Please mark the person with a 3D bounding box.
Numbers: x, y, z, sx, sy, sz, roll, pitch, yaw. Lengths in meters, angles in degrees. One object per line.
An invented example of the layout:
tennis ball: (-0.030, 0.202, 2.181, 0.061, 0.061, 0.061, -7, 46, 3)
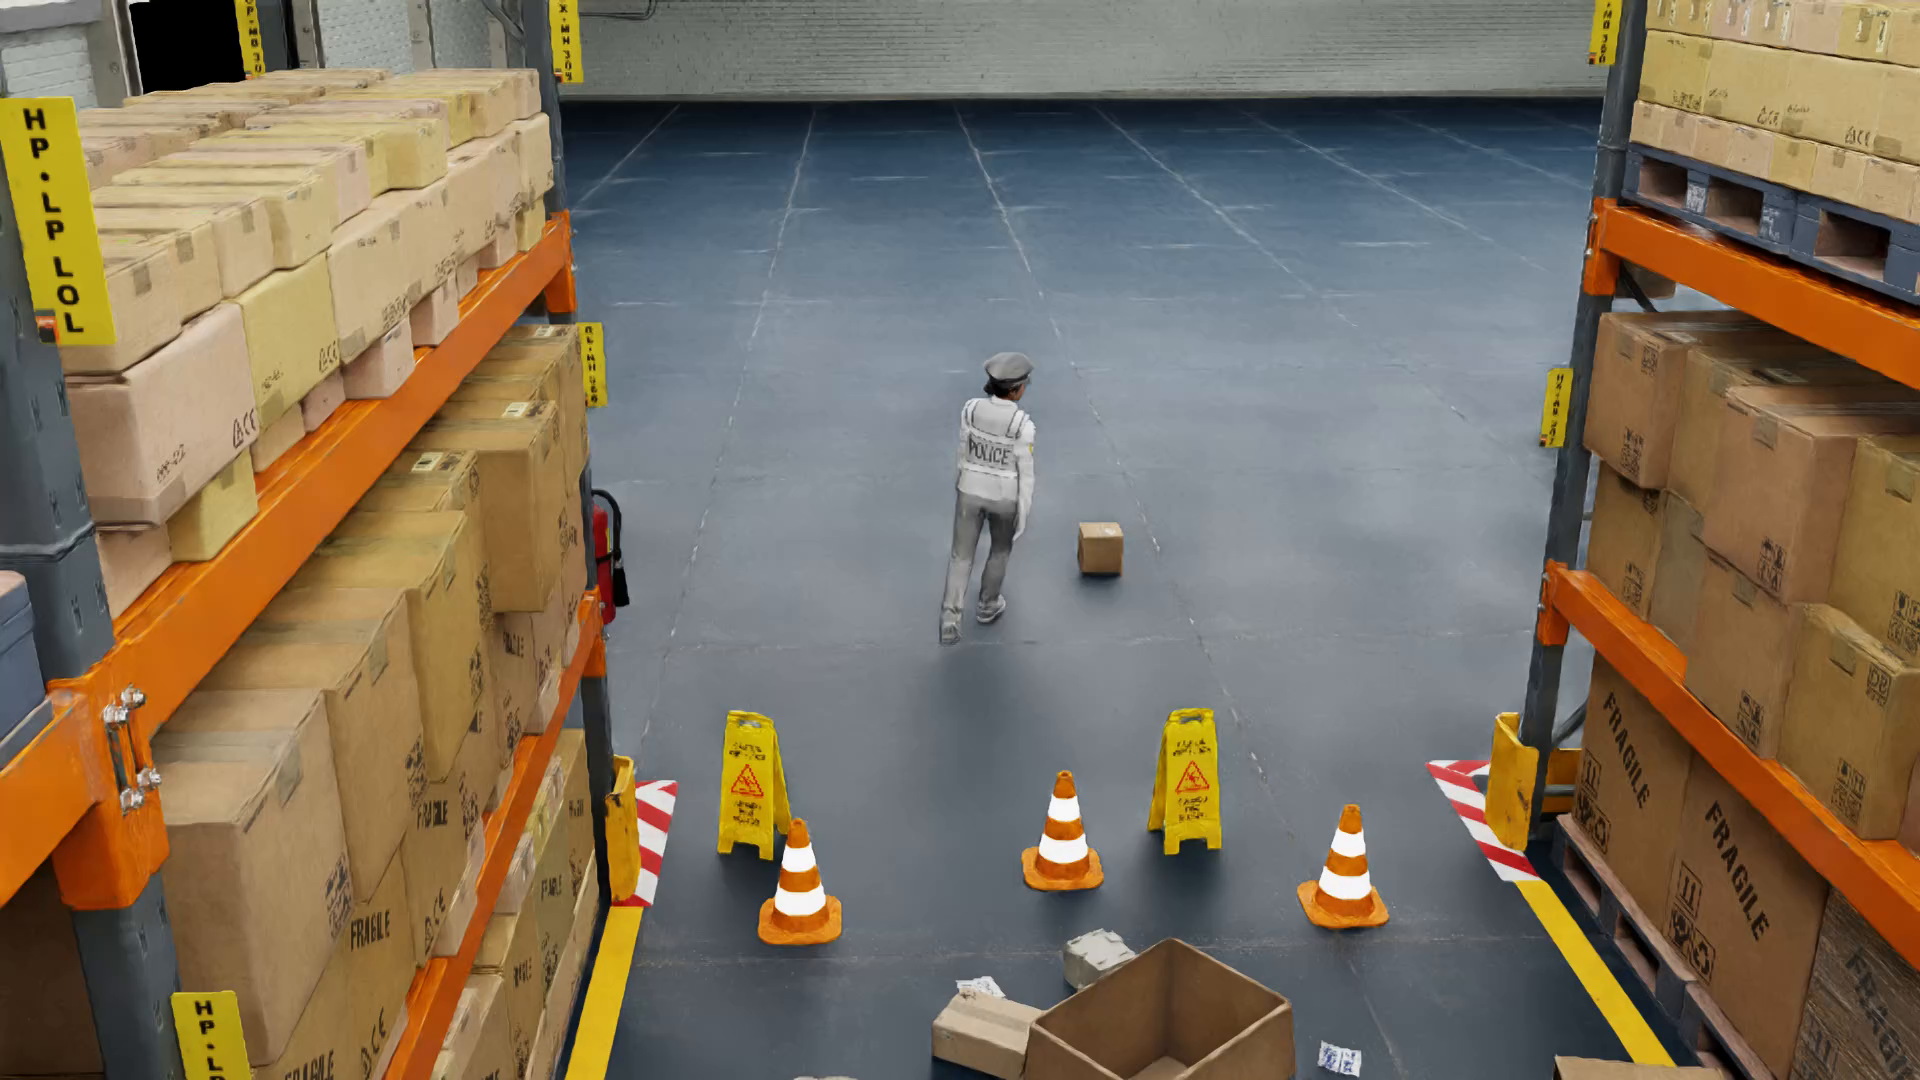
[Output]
person: (0.178, -0.219, 9.170, 0.483, 1.619, 0.890, 6, 21, 15)
